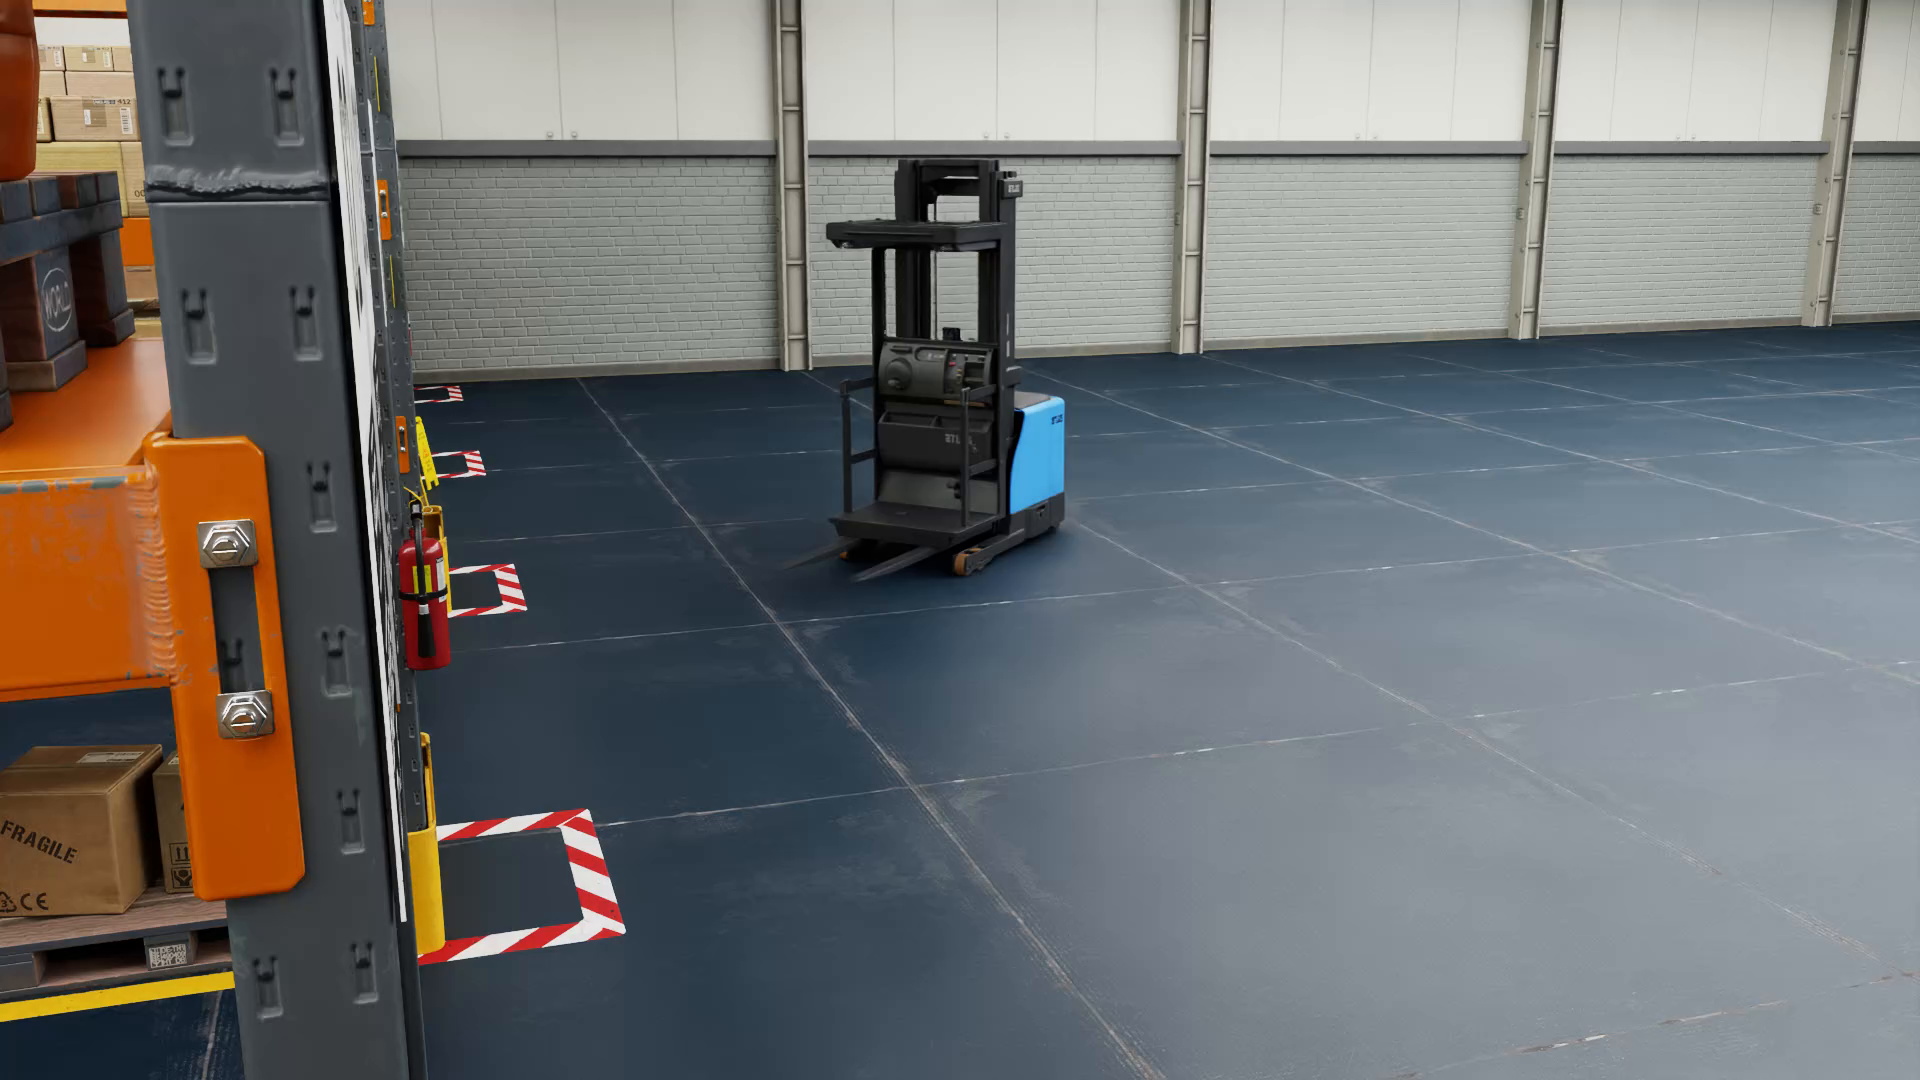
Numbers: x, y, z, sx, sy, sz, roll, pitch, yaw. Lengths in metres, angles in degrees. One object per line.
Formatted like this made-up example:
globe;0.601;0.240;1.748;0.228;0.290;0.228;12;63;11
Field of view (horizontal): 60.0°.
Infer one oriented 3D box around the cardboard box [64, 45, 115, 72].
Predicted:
cardboard box;-5.175;-2.867;9.929;0.250;0.149;0.380;-5;14;-19

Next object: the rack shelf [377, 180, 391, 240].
rack shelf;-5.654;-2.044;10.327;4.000;0.370;1.077;-4;14;-18

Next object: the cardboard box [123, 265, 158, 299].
cardboard box;-5.189;-1.589;10.685;0.550;0.550;0.875;-4;14;-18

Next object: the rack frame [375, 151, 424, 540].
rack frame;-3.759;-1.082;11.211;0.127;3.000;1.000;-4;14;-18

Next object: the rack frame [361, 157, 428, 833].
rack frame;-2.273;0.013;6.607;0.127;3.000;1.000;-4;14;-18

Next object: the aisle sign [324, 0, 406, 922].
aisle sign;-0.530;-0.106;1.487;0.004;0.787;0.394;-4;14;-18

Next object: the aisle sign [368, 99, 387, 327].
aisle sign;-2.118;-1.191;6.048;0.004;0.787;0.394;-4;14;-18

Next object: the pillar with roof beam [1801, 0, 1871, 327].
pillar with roof beam;16.152;-7.141;23.718;0.400;9.000;9.100;-4;14;-18

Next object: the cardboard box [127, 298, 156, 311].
cardboard box;-3.357;-0.651;6.377;0.500;0.500;0.500;-4;14;-18

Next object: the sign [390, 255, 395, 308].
sign;-3.599;-1.641;10.545;0.005;0.325;0.100;-4;14;-18

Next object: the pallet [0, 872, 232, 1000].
pallet;-3.126;1.427;6.686;1.213;0.211;1.003;-4;14;-18

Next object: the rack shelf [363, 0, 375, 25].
rack shelf;-5.654;-3.309;10.026;4.000;0.370;1.077;-4;14;-18

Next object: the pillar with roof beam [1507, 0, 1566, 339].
pillar with roof beam;10.466;-6.698;21.856;0.400;9.000;9.100;-4;14;-18

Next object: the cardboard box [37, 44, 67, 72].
cardboard box;-5.415;-2.848;9.850;0.250;0.149;0.380;-4;14;-18

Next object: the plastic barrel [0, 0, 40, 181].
plastic barrel;-1.113;-0.710;1.326;0.708;0.830;0.600;-4;14;-18

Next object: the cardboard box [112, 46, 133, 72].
cardboard box;-4.932;-2.886;10.010;0.250;0.149;0.380;-4;14;-18

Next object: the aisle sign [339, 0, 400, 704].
aisle sign;-0.718;-0.235;2.031;0.004;0.787;0.394;-4;14;-18

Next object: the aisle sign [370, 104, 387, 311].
aisle sign;-2.310;-1.322;6.602;0.004;0.787;0.394;-4;14;-18

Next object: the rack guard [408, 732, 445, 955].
rack guard;-2.345;1.235;6.872;0.348;0.500;1.175;-4;14;-18

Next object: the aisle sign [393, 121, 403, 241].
aisle sign;-3.787;-2.418;11.209;0.004;0.787;0.394;-4;14;-18

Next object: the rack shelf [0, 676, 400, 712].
rack shelf;-4.168;0.510;6.069;4.000;0.370;1.077;-4;14;-18

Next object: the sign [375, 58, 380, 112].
sign;-3.599;-2.814;10.266;0.005;0.325;0.100;-4;14;-18

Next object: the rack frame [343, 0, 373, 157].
rack frame;-2.273;-2.906;5.912;0.127;3.000;1.000;-4;14;-18

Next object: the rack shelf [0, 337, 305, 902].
rack shelf;-2.589;0.137;1.155;4.000;0.370;1.077;-4;14;-18

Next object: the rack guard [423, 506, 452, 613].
rack guard;-3.736;0.132;11.508;0.348;0.500;1.175;-4;14;-18

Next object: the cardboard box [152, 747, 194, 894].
cardboard box;-2.870;1.067;6.669;0.500;0.500;0.500;-2;14;-8

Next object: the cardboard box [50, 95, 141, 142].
cardboard box;-2.945;-1.441;5.698;0.250;0.149;0.380;-5;14;-21

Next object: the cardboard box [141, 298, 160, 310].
cardboard box;-2.881;-0.686;6.526;0.500;0.500;0.500;-4;14;-18

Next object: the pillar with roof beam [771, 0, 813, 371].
pillar with roof beam;-0.908;-5.812;18.133;0.400;9.000;9.100;-4;14;-18

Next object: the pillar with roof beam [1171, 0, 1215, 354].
pillar with roof beam;4.779;-6.255;19.994;0.400;9.000;9.100;-4;14;-18

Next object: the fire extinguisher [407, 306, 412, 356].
fire extinguisher;-5.178;-2.030;15.364;0.183;0.674;0.296;-4;14;-18

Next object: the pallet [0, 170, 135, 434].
pallet;-1.508;-0.229;1.548;1.213;0.211;1.003;-4;14;-18

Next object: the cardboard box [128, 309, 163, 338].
cardboard box;-2.715;-0.572;6.046;0.500;0.500;0.500;-4;14;-18

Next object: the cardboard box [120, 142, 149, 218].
cardboard box;-2.649;-1.282;5.893;0.500;0.250;0.500;-4;14;-17

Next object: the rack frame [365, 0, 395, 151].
rack frame;-3.759;-4.001;10.517;0.127;3.000;1.000;-4;14;-18

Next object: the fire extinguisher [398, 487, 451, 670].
fire extinguisher;-2.017;0.143;6.226;0.183;0.674;0.296;-4;14;-18

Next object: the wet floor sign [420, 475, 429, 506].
wet floor sign;-4.363;-0.373;13.318;0.232;0.644;0.267;-7;15;-28

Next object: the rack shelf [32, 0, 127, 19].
rack shelf;-7.329;-4.580;14.513;4.000;0.370;1.077;-4;14;-18

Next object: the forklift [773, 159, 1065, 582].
forklift;-0.279;-1.282;12.199;1.130;2.935;3.031;7;15;27

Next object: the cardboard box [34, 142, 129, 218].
cardboard box;-3.121;-1.245;5.735;0.500;0.250;0.500;-4;14;-18

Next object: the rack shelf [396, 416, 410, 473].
rack shelf;-5.654;-0.585;10.674;4.000;0.370;1.077;-4;14;-18

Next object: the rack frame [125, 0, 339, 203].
rack frame;-0.693;-1.819;1.345;0.127;3.000;1.000;-4;14;-18

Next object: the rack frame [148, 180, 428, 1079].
rack frame;-0.693;1.099;2.040;0.127;3.000;1.000;-4;14;-18

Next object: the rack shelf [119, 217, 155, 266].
rack shelf;-4.168;-0.949;5.722;4.000;0.370;1.077;-4;14;-18

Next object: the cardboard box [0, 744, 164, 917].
cardboard box;-3.425;1.119;6.452;0.500;0.500;0.500;-1;13;-3

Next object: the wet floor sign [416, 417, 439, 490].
wet floor sign;-4.912;-0.795;15.089;0.232;0.644;0.267;0;13;1

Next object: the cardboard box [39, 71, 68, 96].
cardboard box;-5.562;-2.658;9.912;0.500;0.250;0.500;-4;14;-18

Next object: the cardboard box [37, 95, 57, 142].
cardboard box;-3.175;-1.417;5.598;0.250;0.149;0.380;-4;14;-18

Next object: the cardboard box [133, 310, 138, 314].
cardboard box;-3.187;-0.534;5.886;0.500;0.500;0.500;-4;14;-18

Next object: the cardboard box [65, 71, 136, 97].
cardboard box;-5.084;-2.695;10.068;0.500;0.250;0.500;-5;14;-18

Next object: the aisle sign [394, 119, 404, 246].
aisle sign;-3.596;-2.287;10.656;0.004;0.787;0.394;-4;14;-18
